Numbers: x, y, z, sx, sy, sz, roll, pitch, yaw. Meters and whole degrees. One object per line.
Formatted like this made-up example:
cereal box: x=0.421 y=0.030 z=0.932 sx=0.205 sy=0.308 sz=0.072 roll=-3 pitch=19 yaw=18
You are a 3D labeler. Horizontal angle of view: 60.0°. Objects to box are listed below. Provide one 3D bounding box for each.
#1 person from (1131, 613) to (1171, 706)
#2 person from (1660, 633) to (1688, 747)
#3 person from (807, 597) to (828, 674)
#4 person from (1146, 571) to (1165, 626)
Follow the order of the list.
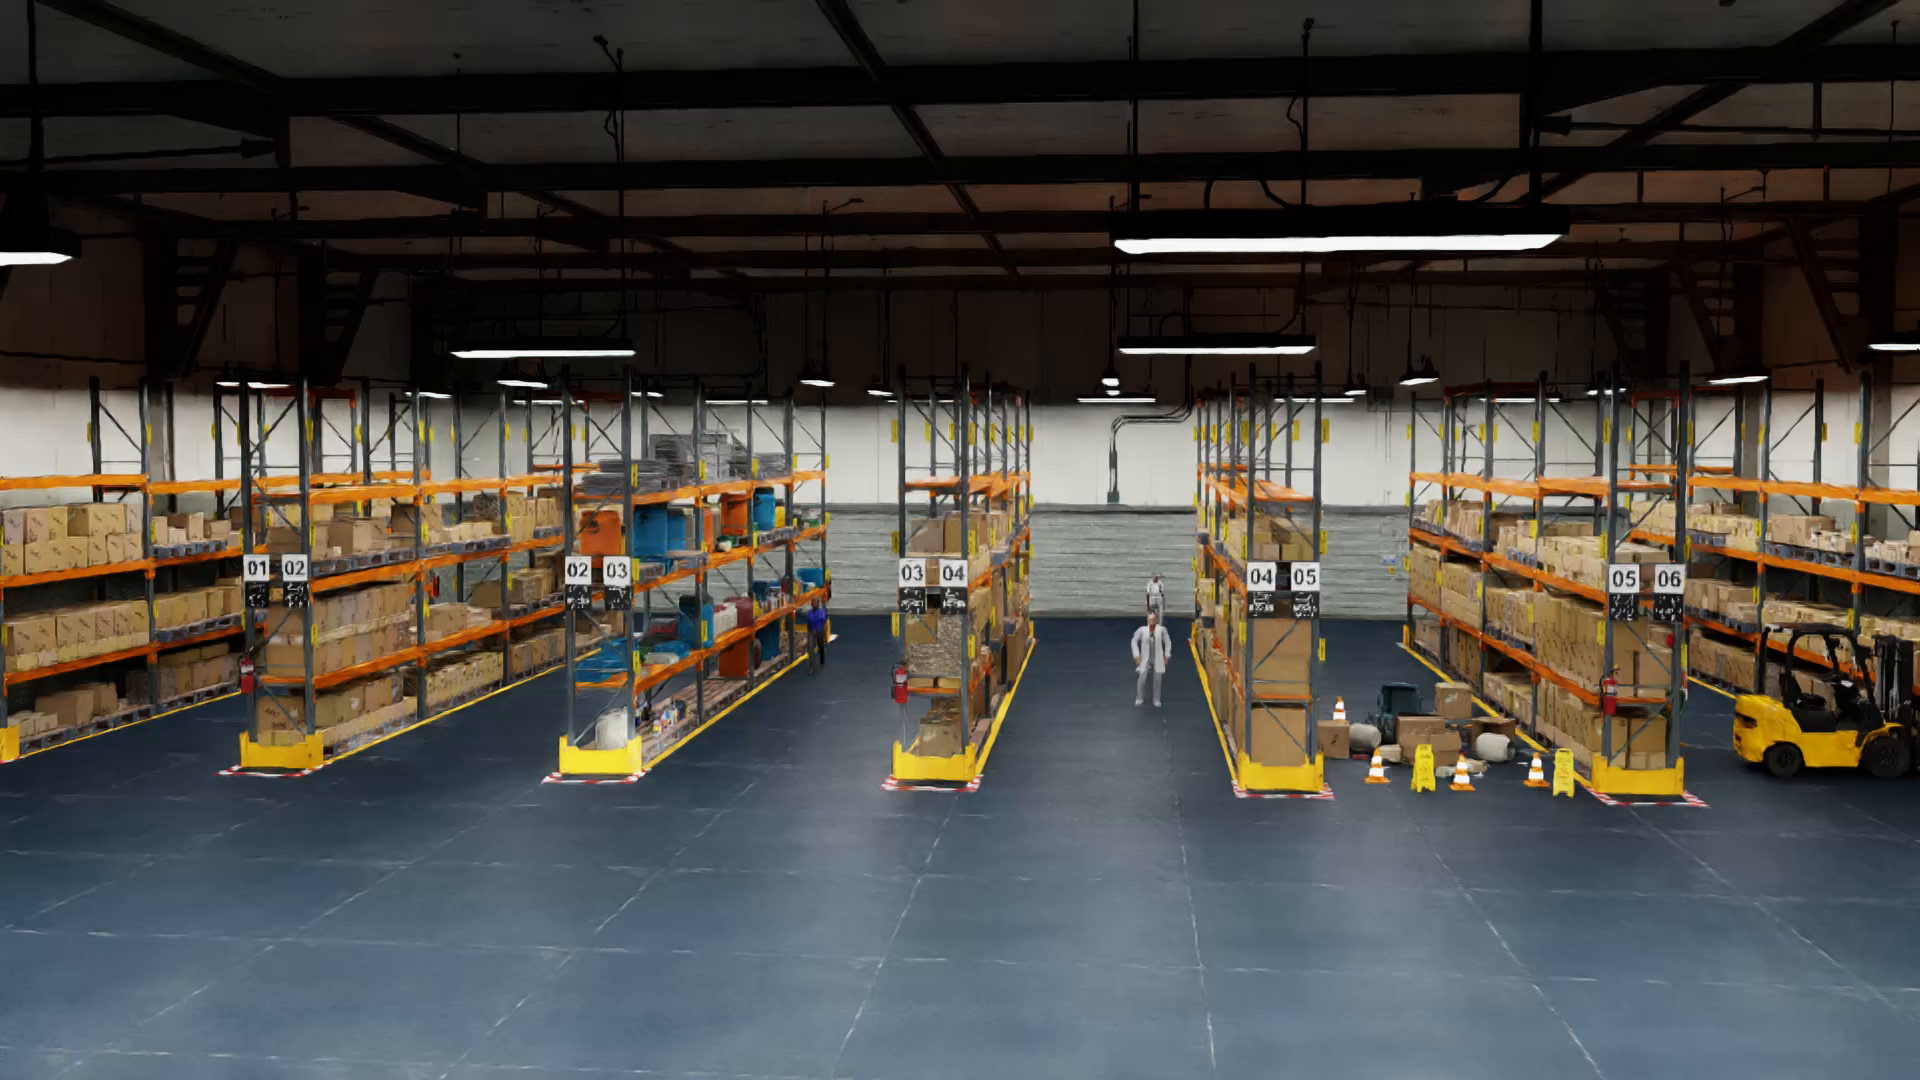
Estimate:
person: x=3.494 y=2.187 z=30.464 sx=0.729 sy=1.734 sz=0.546 roll=0 pitch=4 yaw=4
person: x=11.428 y=2.382 z=26.626 sx=0.442 sy=1.792 sz=0.606 roll=-2 pitch=4 yaw=-26
person: x=-2.971 y=1.971 z=34.692 sx=0.461 sy=1.596 sz=0.999 roll=0 pitch=4 yaw=5
person: x=4.831 y=1.554 z=41.106 sx=0.456 sy=1.589 sz=1.078 roll=1 pitch=4 yaw=9
